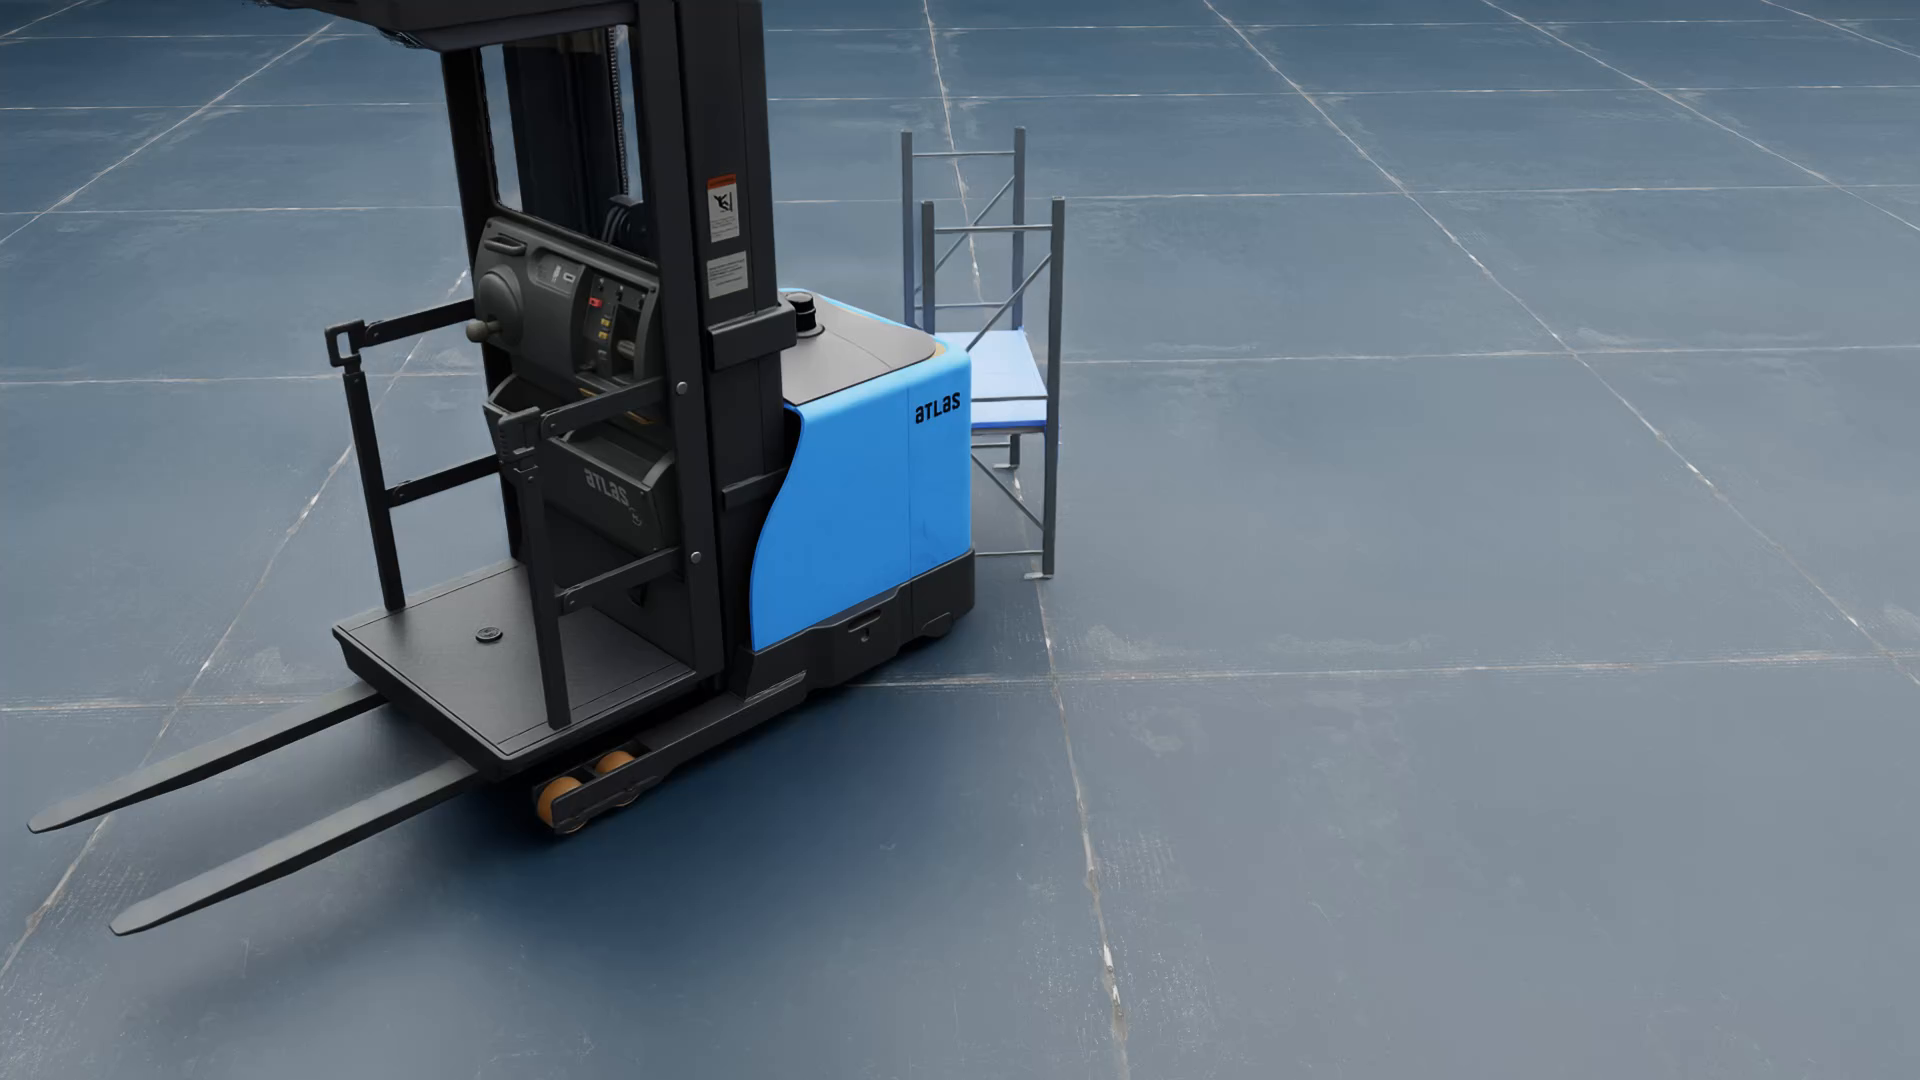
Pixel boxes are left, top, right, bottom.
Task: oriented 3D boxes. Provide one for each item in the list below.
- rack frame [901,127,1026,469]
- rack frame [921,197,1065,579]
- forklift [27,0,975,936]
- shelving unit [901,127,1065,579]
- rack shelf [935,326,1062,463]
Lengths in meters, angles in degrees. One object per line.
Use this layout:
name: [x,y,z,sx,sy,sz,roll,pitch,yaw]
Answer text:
rack frame: [0.014,-0.981,7.010,0.500,1.500,0.032,-3,28,-5]
rack frame: [0.116,-0.514,6.113,0.500,1.500,0.032,-3,28,-5]
forklift: [-1.345,-0.681,4.886,3.031,2.935,1.130,-25,36,-39]
shelving unit: [0.065,-0.748,6.561,0.538,1.500,1.048,-3,28,-5]
rack shelf: [0.065,-0.588,6.645,0.538,0.185,1.000,-3,28,-5]
